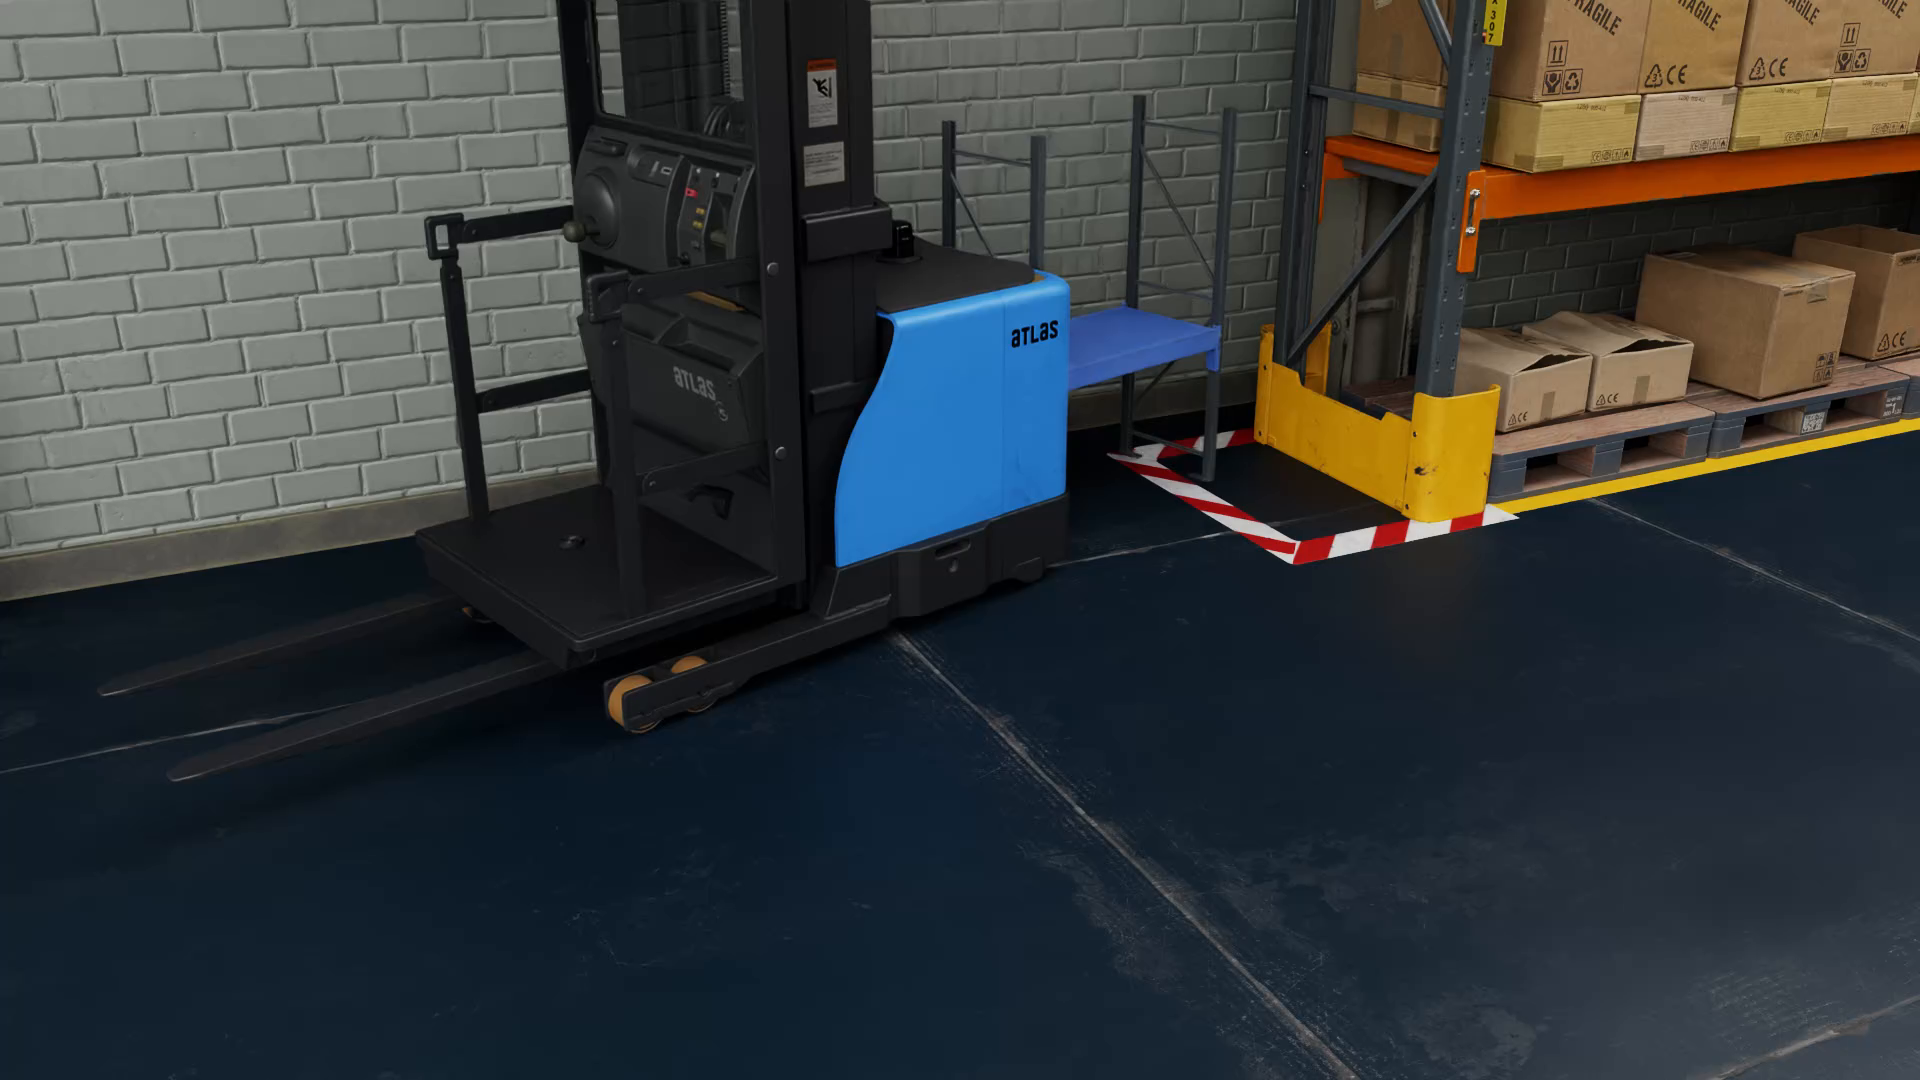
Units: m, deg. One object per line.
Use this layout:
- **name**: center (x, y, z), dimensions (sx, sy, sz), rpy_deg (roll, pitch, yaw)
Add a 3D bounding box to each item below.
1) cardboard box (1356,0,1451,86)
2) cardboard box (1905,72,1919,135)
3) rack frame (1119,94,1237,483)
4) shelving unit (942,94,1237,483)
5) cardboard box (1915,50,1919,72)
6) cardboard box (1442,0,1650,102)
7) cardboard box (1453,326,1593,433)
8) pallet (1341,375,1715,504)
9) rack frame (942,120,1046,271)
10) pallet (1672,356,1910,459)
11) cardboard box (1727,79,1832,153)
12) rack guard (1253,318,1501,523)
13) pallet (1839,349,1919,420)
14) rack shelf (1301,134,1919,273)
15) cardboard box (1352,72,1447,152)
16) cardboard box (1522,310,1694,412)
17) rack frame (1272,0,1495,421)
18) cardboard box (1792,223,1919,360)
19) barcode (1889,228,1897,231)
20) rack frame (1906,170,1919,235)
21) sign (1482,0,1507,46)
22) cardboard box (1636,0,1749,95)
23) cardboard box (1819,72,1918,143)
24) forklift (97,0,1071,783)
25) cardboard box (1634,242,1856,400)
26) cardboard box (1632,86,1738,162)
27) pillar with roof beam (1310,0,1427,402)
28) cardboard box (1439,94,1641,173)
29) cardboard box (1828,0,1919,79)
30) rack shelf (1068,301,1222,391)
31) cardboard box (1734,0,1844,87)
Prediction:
- **cardboard box**: center (1.944, -2.099, 6.588), dimensions (0.500, 0.500, 0.500), rpy_deg (-11, 25, -24)
- **cardboard box**: center (4.022, -1.913, 7.119), dimensions (0.500, 0.250, 0.500), rpy_deg (-11, 25, -24)
- **rack frame**: center (0.866, -1.003, 6.712), dimensions (0.032, 1.500, 0.500), rpy_deg (-19, 29, -38)
- **shelving unit**: center (0.490, -0.872, 6.396), dimensions (1.048, 1.500, 0.538), rpy_deg (-19, 29, -38)
- **cardboard box**: center (4.018, -2.261, 6.980), dimensions (0.500, 0.500, 0.500), rpy_deg (-11, 25, -25)
- **cardboard box**: center (2.172, -1.923, 6.163), dimensions (0.500, 0.500, 0.500), rpy_deg (-10, 25, -24)
- **cardboard box**: center (2.274, -0.706, 6.973), dimensions (0.500, 0.311, 0.500), rpy_deg (-14, 26, -30)
- **pallet**: center (2.427, -0.508, 7.201), dimensions (1.213, 0.211, 1.003), rpy_deg (-10, 25, -24)
- **rack frame**: center (0.114, -0.742, 6.080), dimensions (0.032, 1.500, 0.500), rpy_deg (-19, 29, -38)
- **pallet**: center (3.525, -0.709, 7.686), dimensions (1.213, 0.211, 1.003), rpy_deg (-10, 25, -24)
- **cardboard box**: center (3.112, -1.746, 6.716), dimensions (0.500, 0.250, 0.500), rpy_deg (-11, 25, -24)
- **rack guard**: center (1.680, -0.519, 6.849), dimensions (0.348, 0.500, 1.175), rpy_deg (-10, 25, -24)
- **pallet**: center (4.626, -0.912, 8.178), dimensions (1.213, 0.211, 1.003), rpy_deg (-10, 25, -24)
- **rack shelf**: center (3.414, -1.660, 7.280), dimensions (4.000, 0.370, 1.077), rpy_deg (-10, 25, -24)
- **cardboard box**: center (1.949, -1.745, 6.714), dimensions (0.500, 0.250, 0.500), rpy_deg (-10, 25, -23)
- **cardboard box**: center (2.788, -0.800, 7.202), dimensions (0.500, 0.311, 0.500), rpy_deg (-8, 24, -19)
- **rack frame**: center (1.612, -1.661, 6.341), dimensions (0.127, 3.000, 1.000), rpy_deg (-10, 25, -24)
- **cardboard box**: center (4.298, -1.187, 7.888), dimensions (0.500, 0.500, 0.500), rpy_deg (-12, 26, -28)
- **barcode**: center (4.625, -1.514, 8.260), dimensions (0.075, 0.075, 0.001), rpy_deg (-10, 25, -24)
- **rack frame**: center (5.216, -2.324, 7.944), dimensions (0.127, 3.000, 1.000), rpy_deg (-10, 25, -24)
- **sign**: center (1.847, -1.874, 5.723), dimensions (0.005, 0.325, 0.100), rpy_deg (-10, 25, -24)
- **cardboard box**: center (2.622, -2.002, 6.353), dimensions (0.500, 0.500, 0.500), rpy_deg (-10, 25, -23)
- **cardboard box**: center (3.569, -1.829, 6.917), dimensions (0.500, 0.250, 0.500), rpy_deg (-10, 25, -23)
- **forklift**: center (-1.058, -1.014, 4.867), dimensions (3.031, 2.935, 1.130), rpy_deg (-18, 29, -37)
- **cardboard box**: center (3.471, -0.992, 7.418), dimensions (0.500, 0.500, 0.700), rpy_deg (-12, 25, -27)
- **cardboard box**: center (2.651, -1.663, 6.517), dimensions (0.500, 0.250, 0.500), rpy_deg (-11, 25, -25)
- **pillar with roof beam**: center (3.734, -3.363, 2.610), dimensions (0.400, 9.000, 9.100), rpy_deg (-10, 25, -24)
- **cardboard box**: center (2.189, -1.572, 6.297), dimensions (0.500, 0.250, 0.500), rpy_deg (-11, 25, -25)
- **cardboard box**: center (3.550, -2.175, 6.771), dimensions (0.500, 0.500, 0.500), rpy_deg (-10, 24, -22)
- **rack shelf**: center (0.490, -0.706, 6.465), dimensions (1.000, 0.185, 0.538), rpy_deg (-19, 29, -38)
- **cardboard box**: center (3.090, -2.085, 6.555), dimensions (0.500, 0.500, 0.500), rpy_deg (-11, 25, -25)
